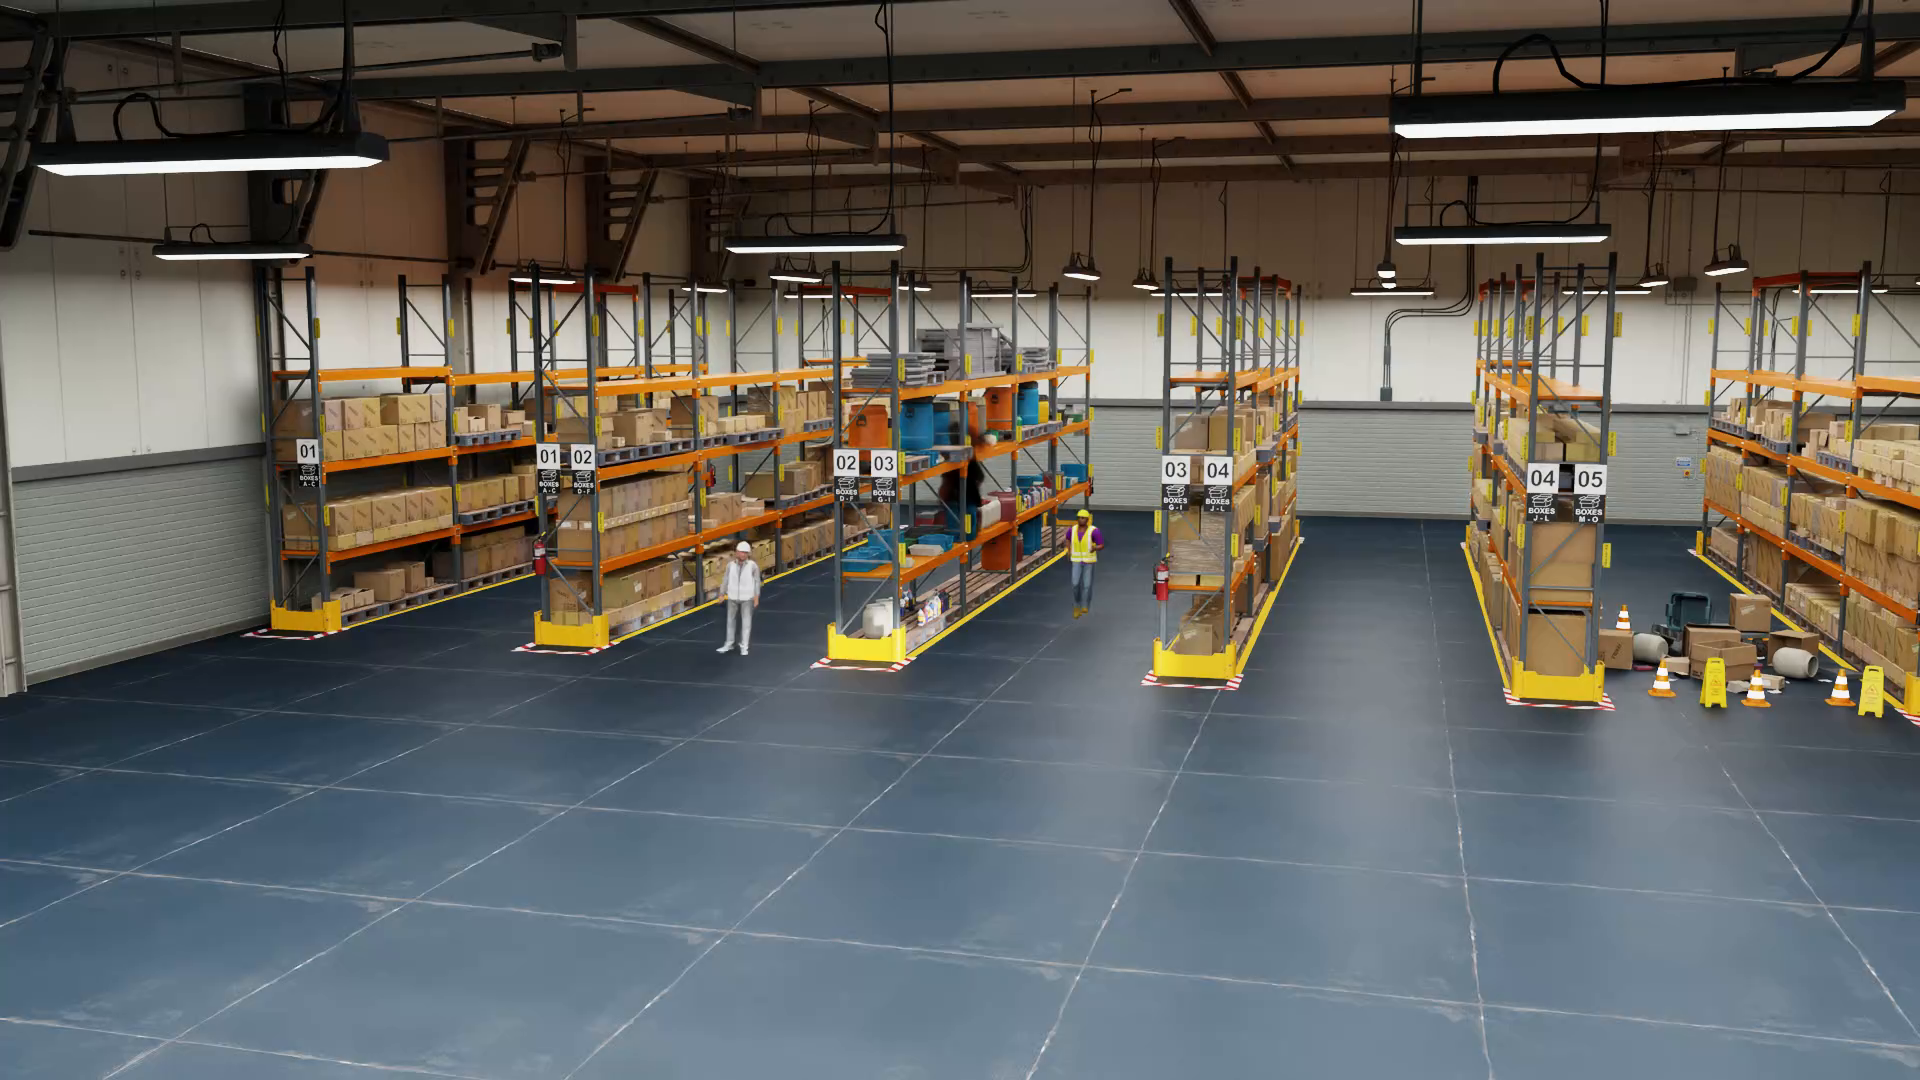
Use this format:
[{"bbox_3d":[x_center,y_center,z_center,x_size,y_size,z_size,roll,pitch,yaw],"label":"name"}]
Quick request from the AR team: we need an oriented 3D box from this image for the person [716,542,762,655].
[{"bbox_3d":[-3.431,0.898,25.712,0.731,1.752,0.455,1,7,7],"label":"person"}]

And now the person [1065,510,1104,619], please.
[{"bbox_3d":[2.019,0.403,27.343,0.686,1.812,0.690,2,7,13],"label":"person"}]
